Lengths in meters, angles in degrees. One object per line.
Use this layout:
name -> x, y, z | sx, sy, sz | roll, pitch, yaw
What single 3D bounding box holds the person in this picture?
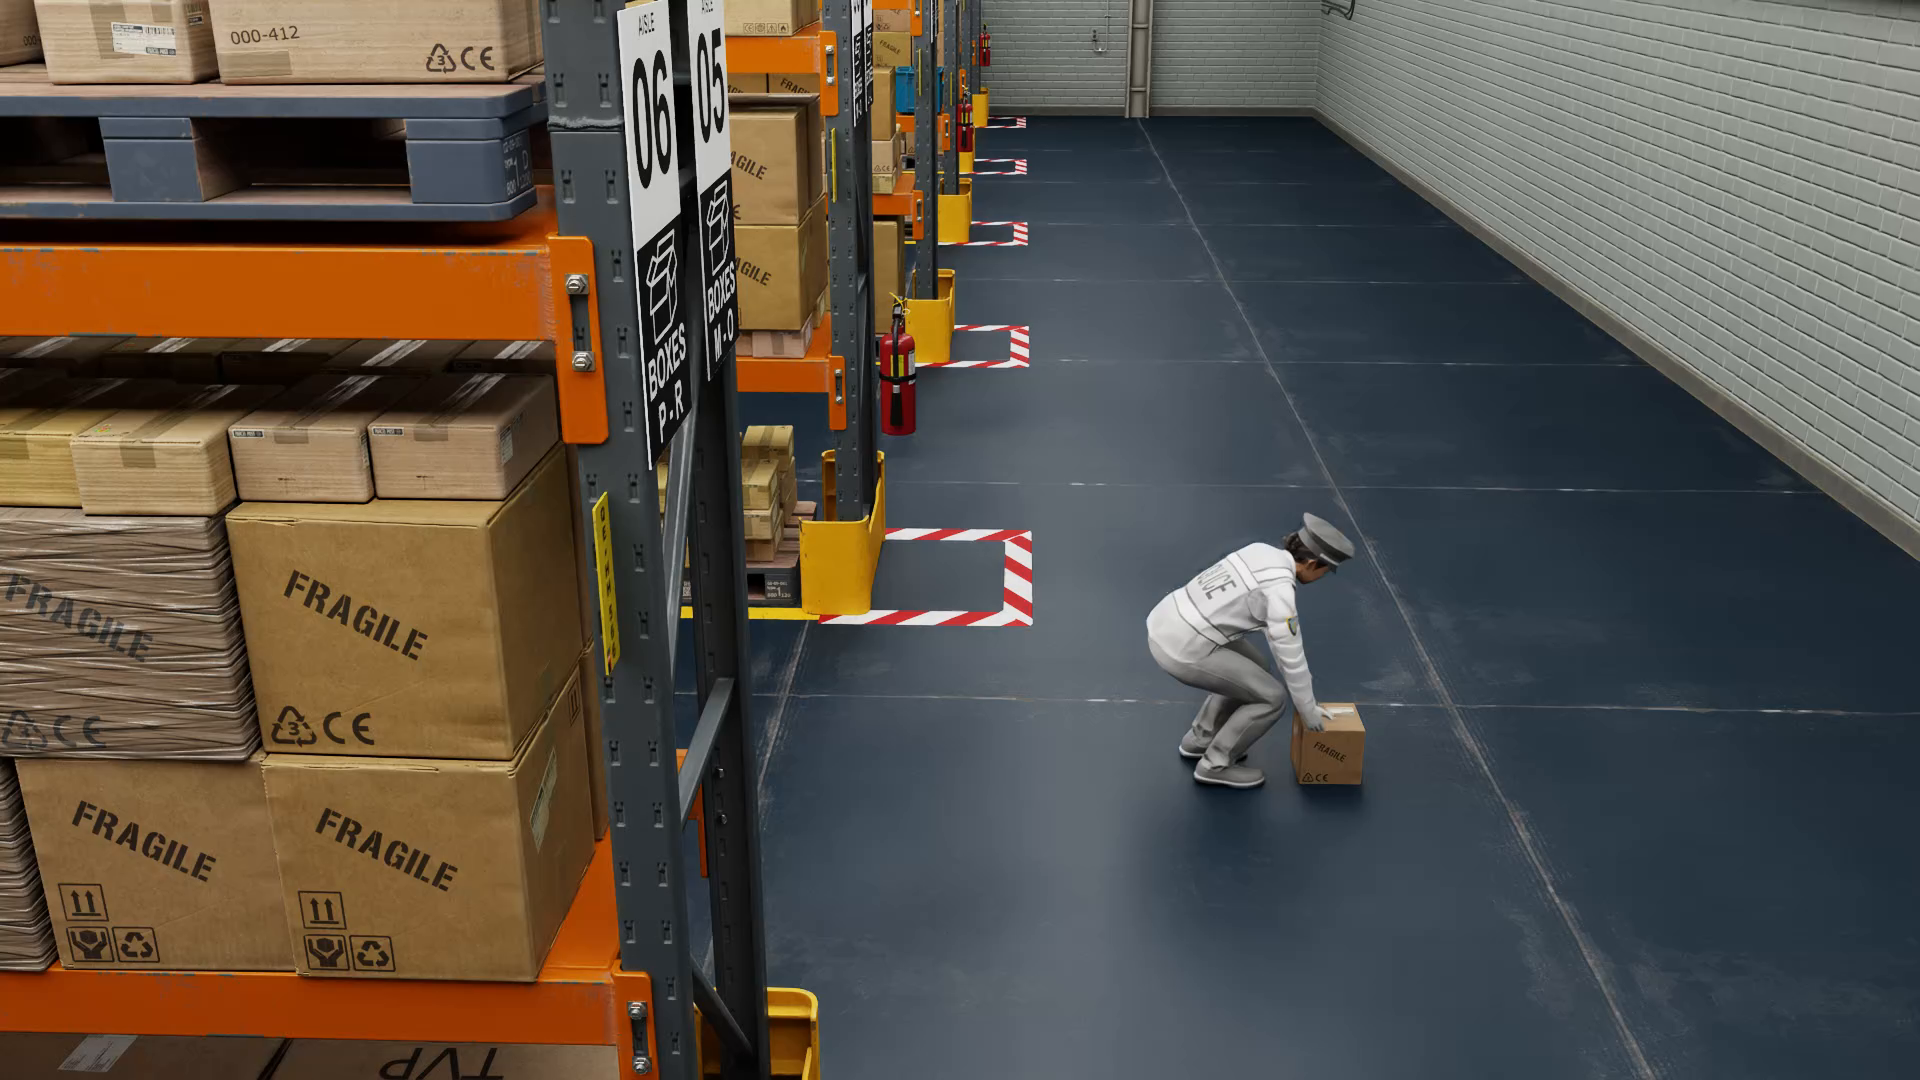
person -> 1.165, 0.429, 6.755 | 0.820, 1.101, 0.510 | 1, 21, 2
